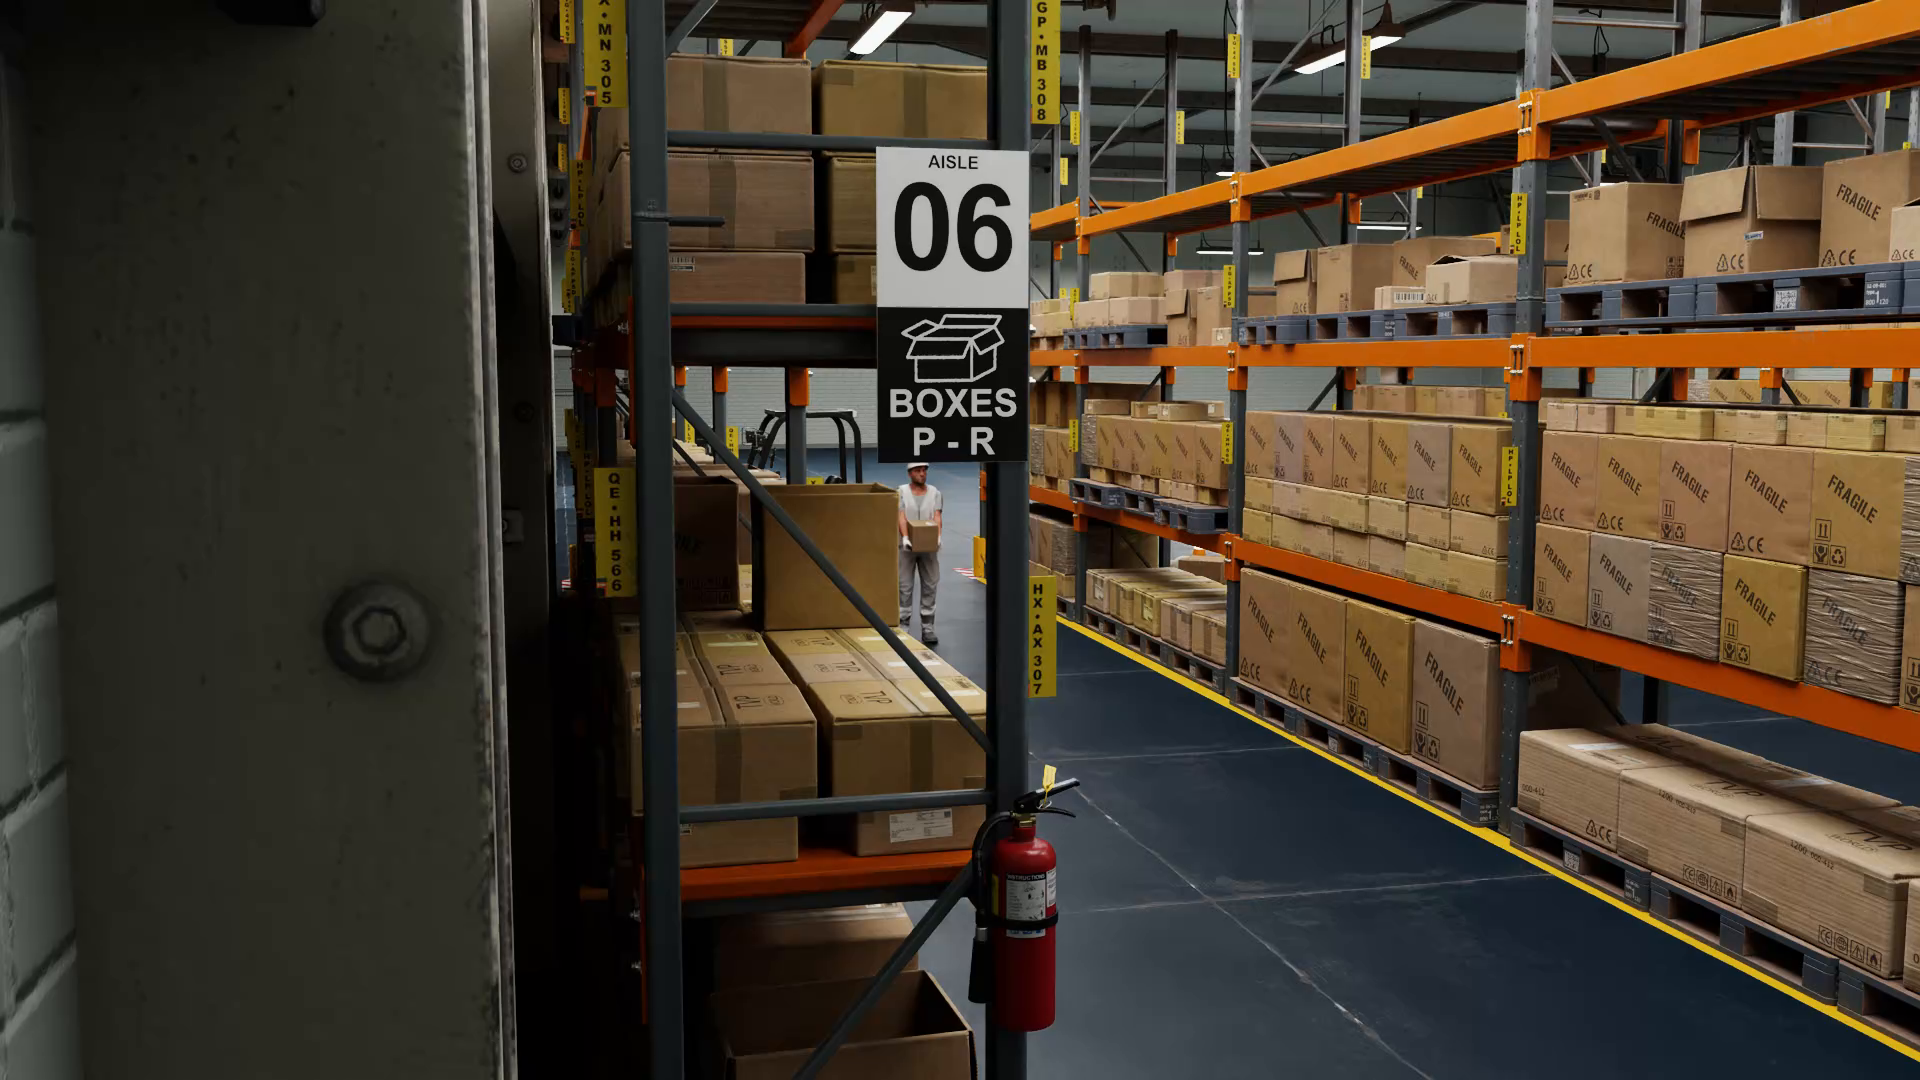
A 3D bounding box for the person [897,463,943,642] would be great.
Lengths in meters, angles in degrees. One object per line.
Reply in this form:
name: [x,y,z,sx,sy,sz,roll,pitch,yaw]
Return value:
person: [-0.379,0.099,15.851,0.495,1.786,0.558,-1,6,-13]
